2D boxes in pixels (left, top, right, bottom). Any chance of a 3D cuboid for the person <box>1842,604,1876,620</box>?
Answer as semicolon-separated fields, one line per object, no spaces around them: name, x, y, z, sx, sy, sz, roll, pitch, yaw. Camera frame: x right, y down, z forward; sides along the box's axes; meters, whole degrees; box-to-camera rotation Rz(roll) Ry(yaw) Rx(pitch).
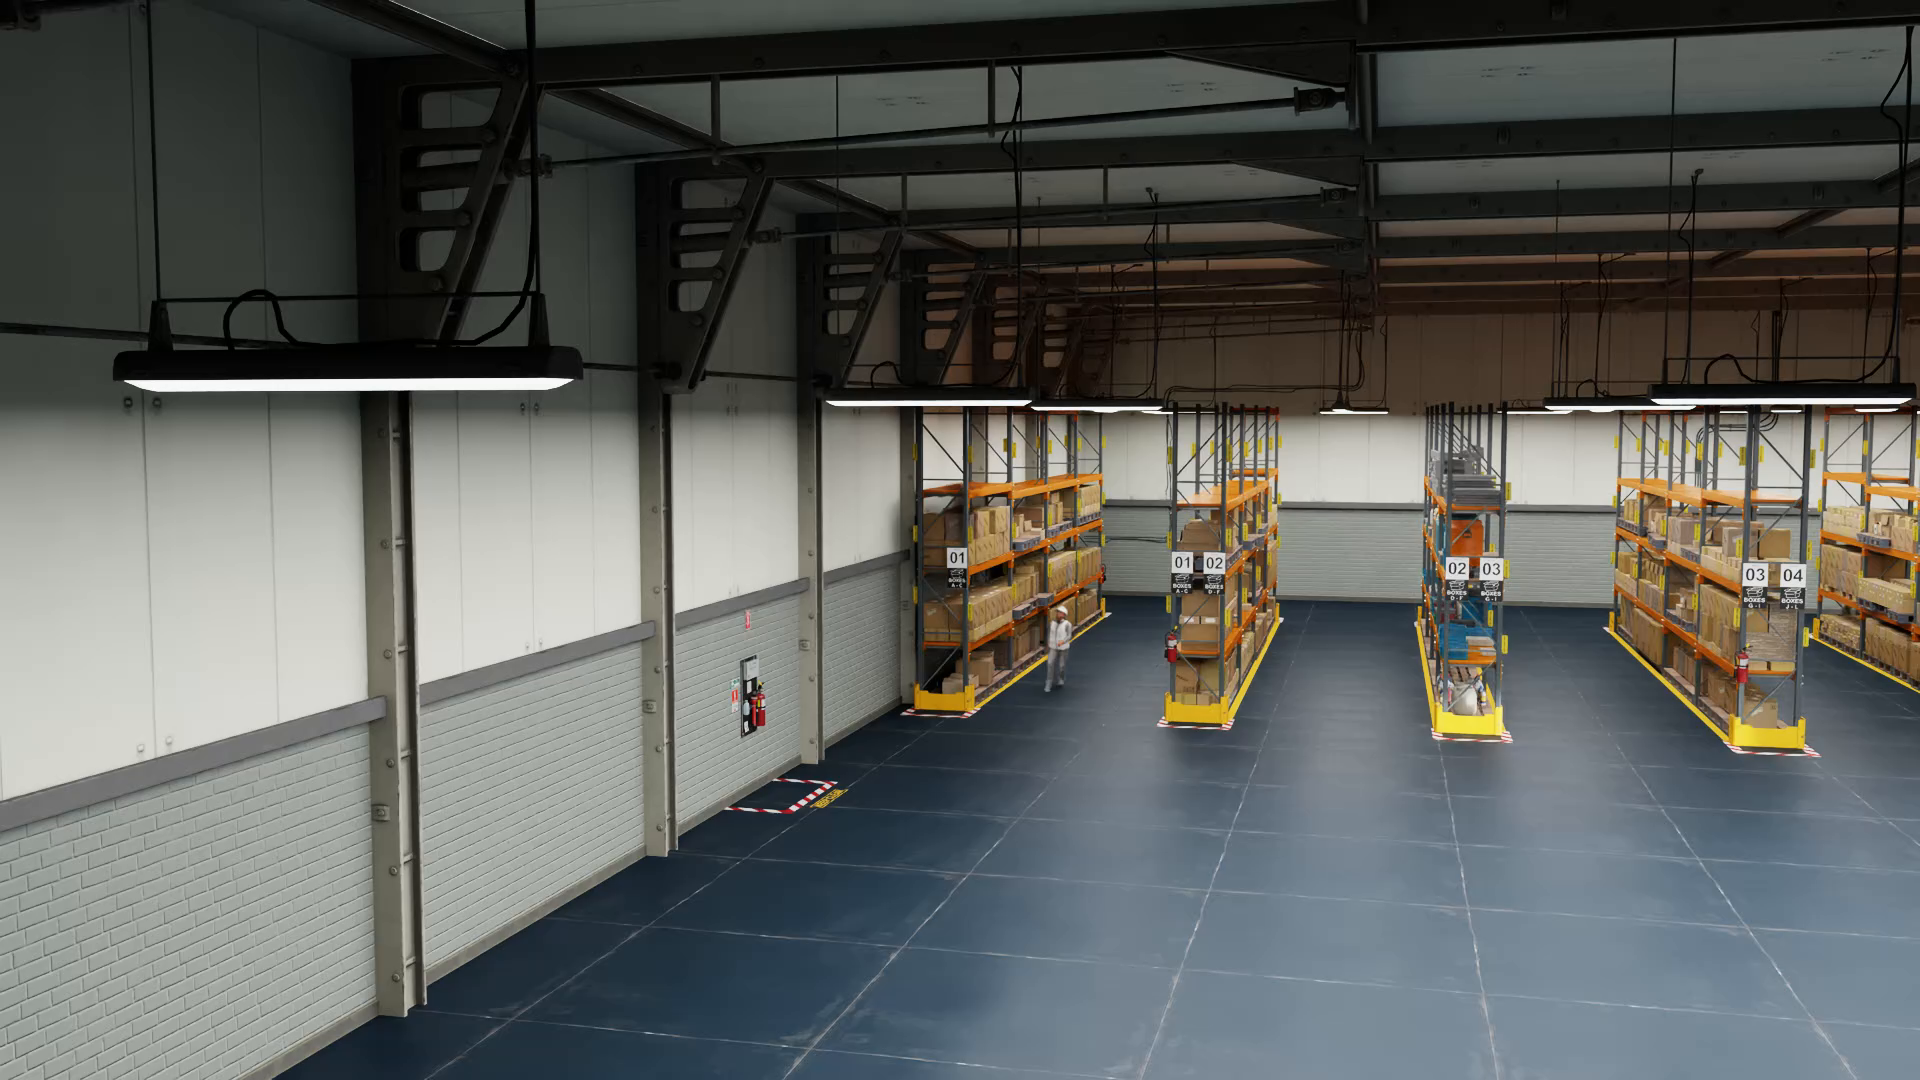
person;24.201;1.529;44.905;0.998;1.734;0.677;-1;4;-17

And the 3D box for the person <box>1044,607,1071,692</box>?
person;2.069;2.278;34.993;0.577;1.746;0.975;1;4;16
